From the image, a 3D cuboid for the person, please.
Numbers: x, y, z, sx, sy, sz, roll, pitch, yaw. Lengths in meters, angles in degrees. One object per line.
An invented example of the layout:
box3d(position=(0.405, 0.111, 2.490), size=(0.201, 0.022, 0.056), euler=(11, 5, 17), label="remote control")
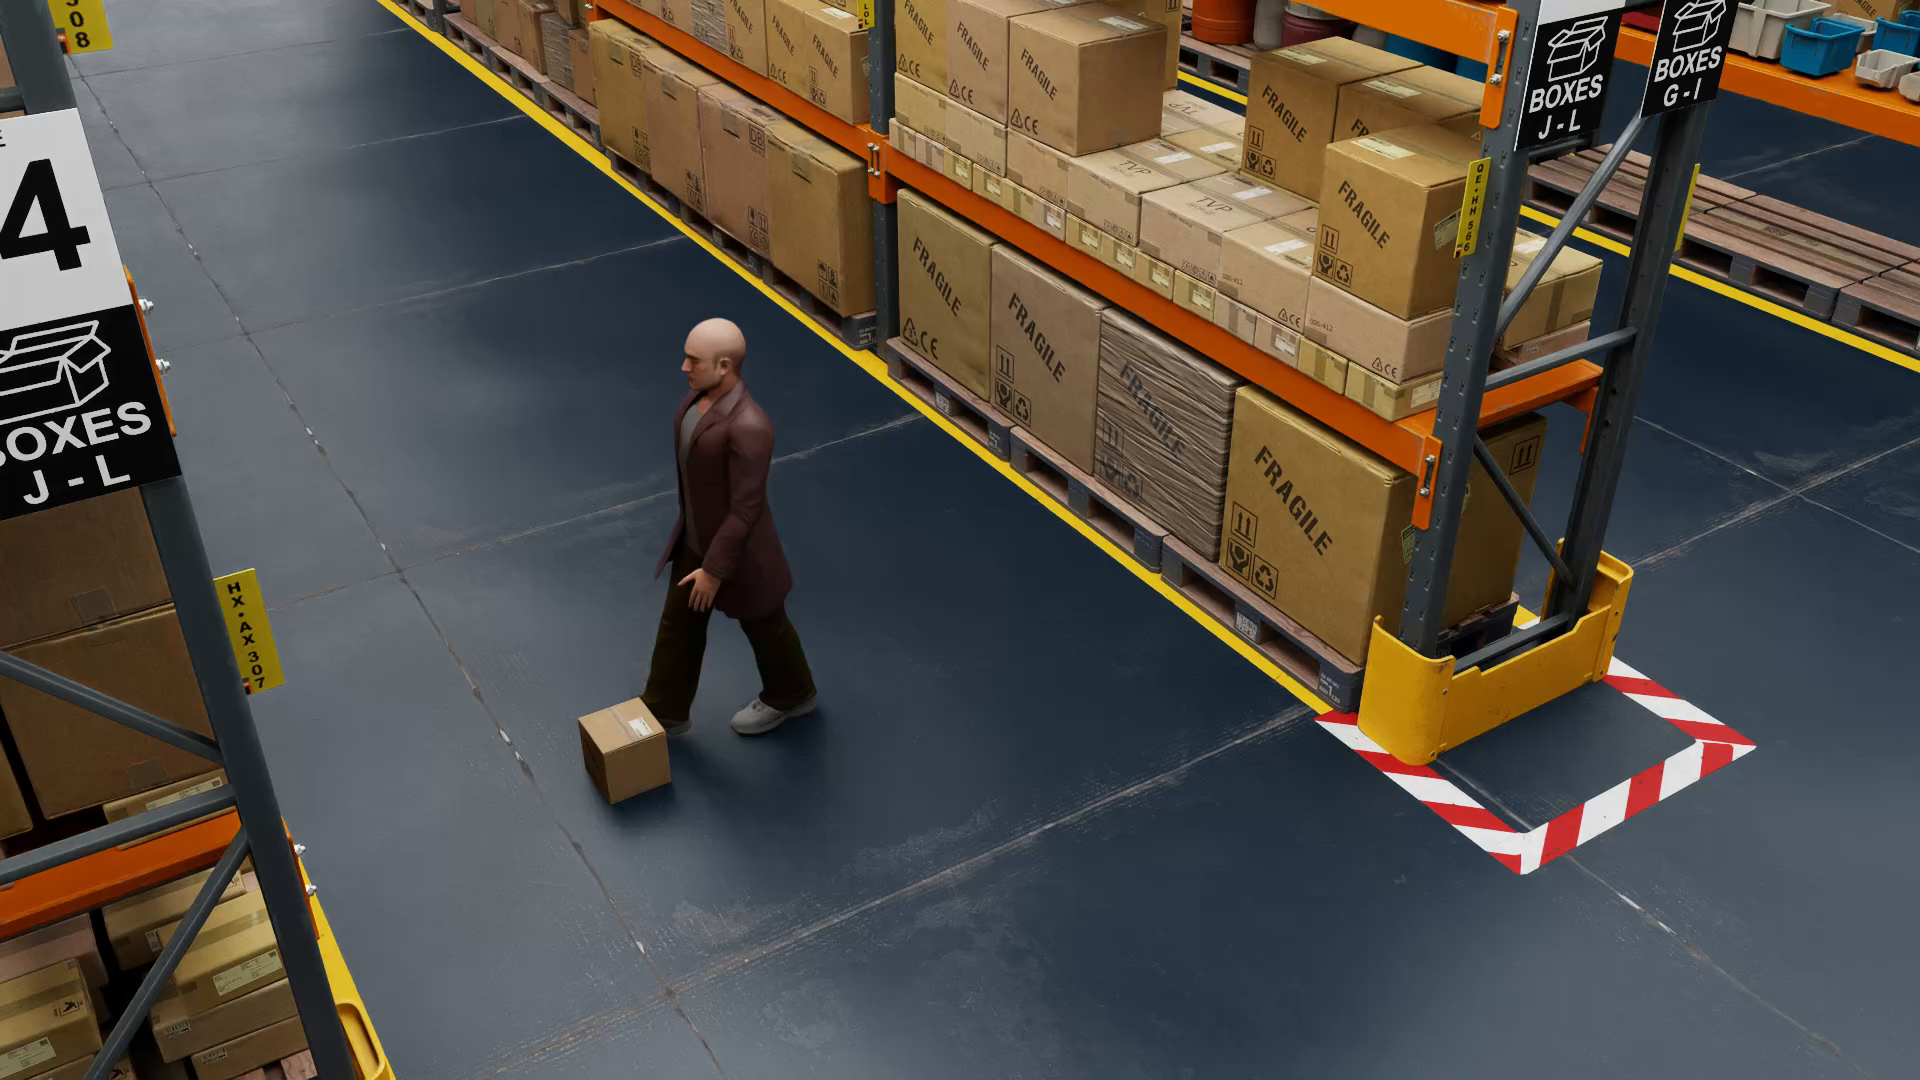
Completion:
box3d(position=(-0.948, 0.034, 6.074), size=(0.858, 1.765, 0.596), euler=(-19, 37, -28), label="person")
